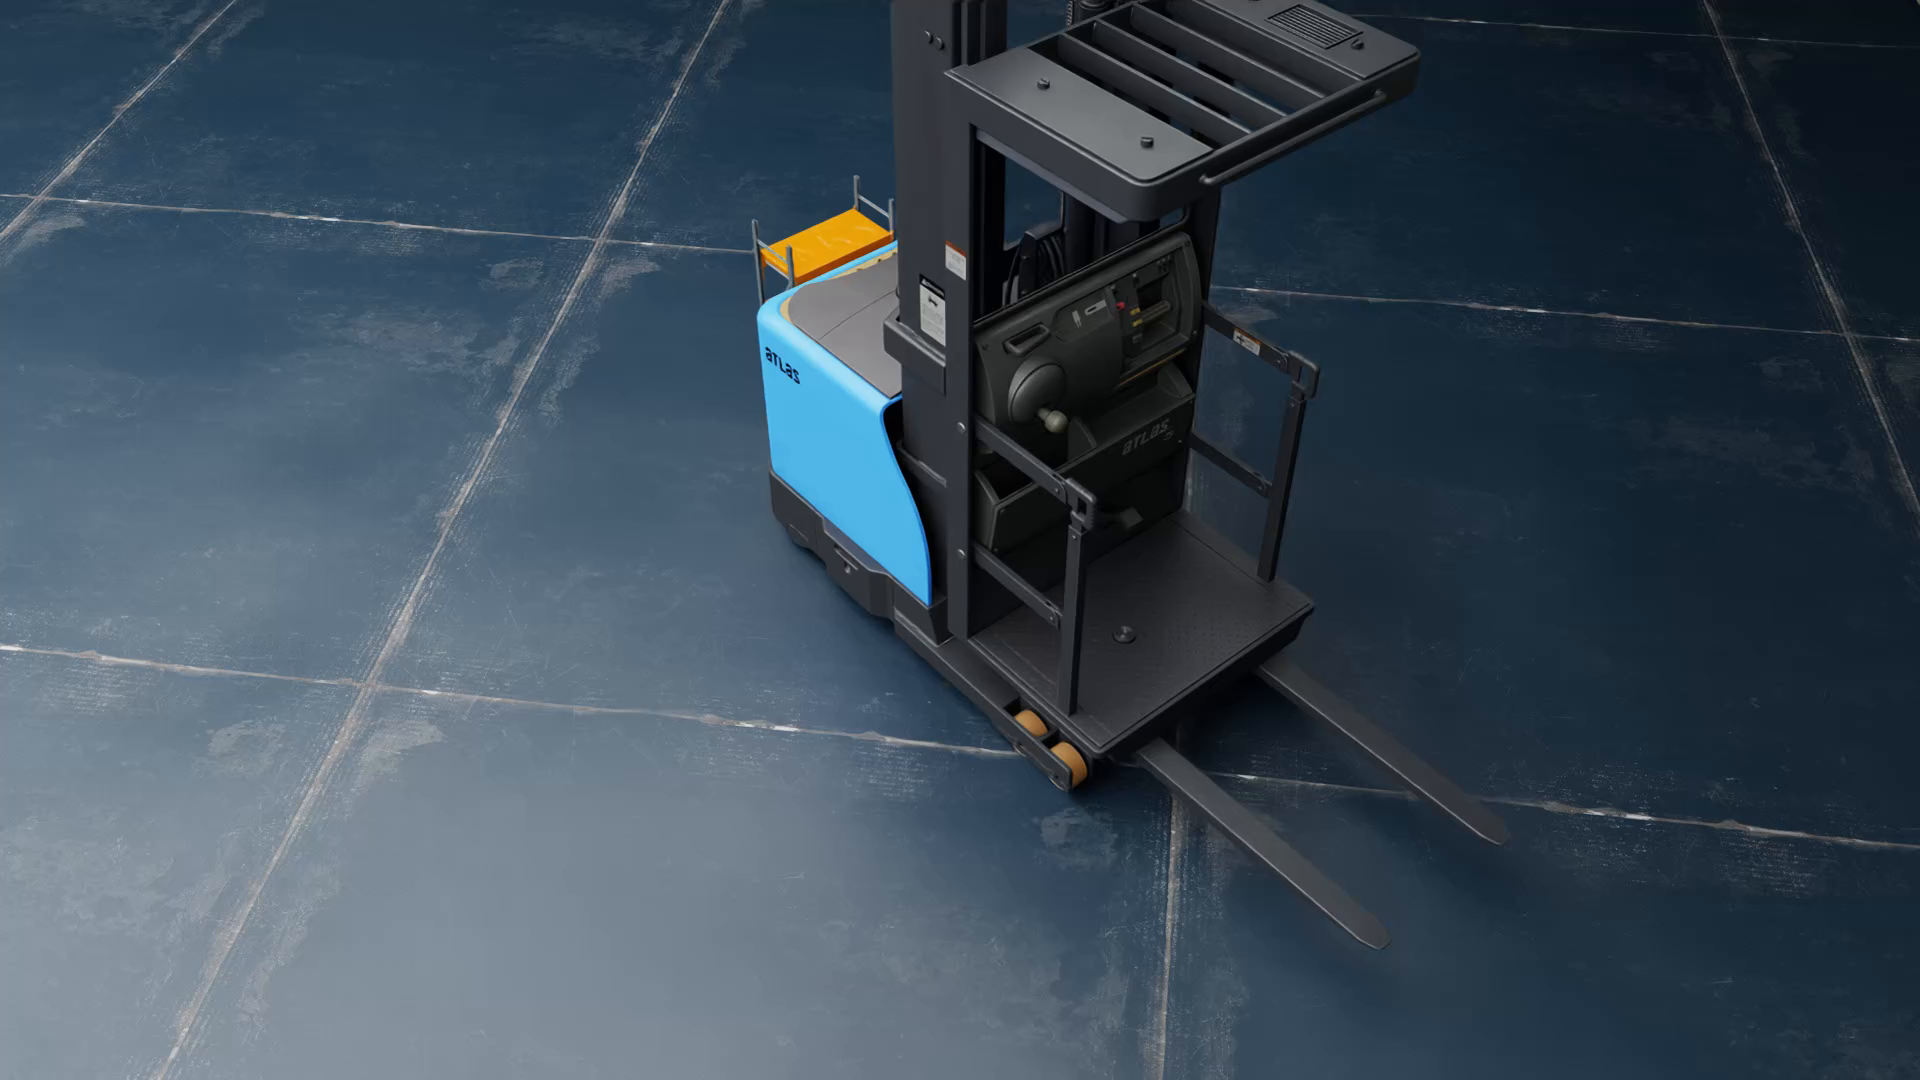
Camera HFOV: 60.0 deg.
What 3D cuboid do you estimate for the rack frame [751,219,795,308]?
[{"bbox_3d":[-0.705,-0.711,6.628,0.015,1.200,0.240,-31,51,-28],"label":"rack frame"}]

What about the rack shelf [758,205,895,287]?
[{"bbox_3d":[-0.519,-1.105,6.473,0.480,0.148,0.258,-31,51,-28],"label":"rack shelf"}]

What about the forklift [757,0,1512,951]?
[{"bbox_3d":[0.568,-0.587,5.238,1.130,2.935,3.031,-30,51,-28],"label":"forklift"}]

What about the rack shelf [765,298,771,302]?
[{"bbox_3d":[-0.519,-0.933,6.636,0.480,0.148,0.258,-31,51,-28],"label":"rack shelf"}]

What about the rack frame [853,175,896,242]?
[{"bbox_3d":[-0.334,-0.929,6.858,0.015,1.200,0.240,-31,51,-28],"label":"rack frame"}]

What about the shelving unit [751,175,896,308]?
[{"bbox_3d":[-0.519,-0.820,6.743,0.503,1.200,0.258,-31,51,-28],"label":"shelving unit"}]
